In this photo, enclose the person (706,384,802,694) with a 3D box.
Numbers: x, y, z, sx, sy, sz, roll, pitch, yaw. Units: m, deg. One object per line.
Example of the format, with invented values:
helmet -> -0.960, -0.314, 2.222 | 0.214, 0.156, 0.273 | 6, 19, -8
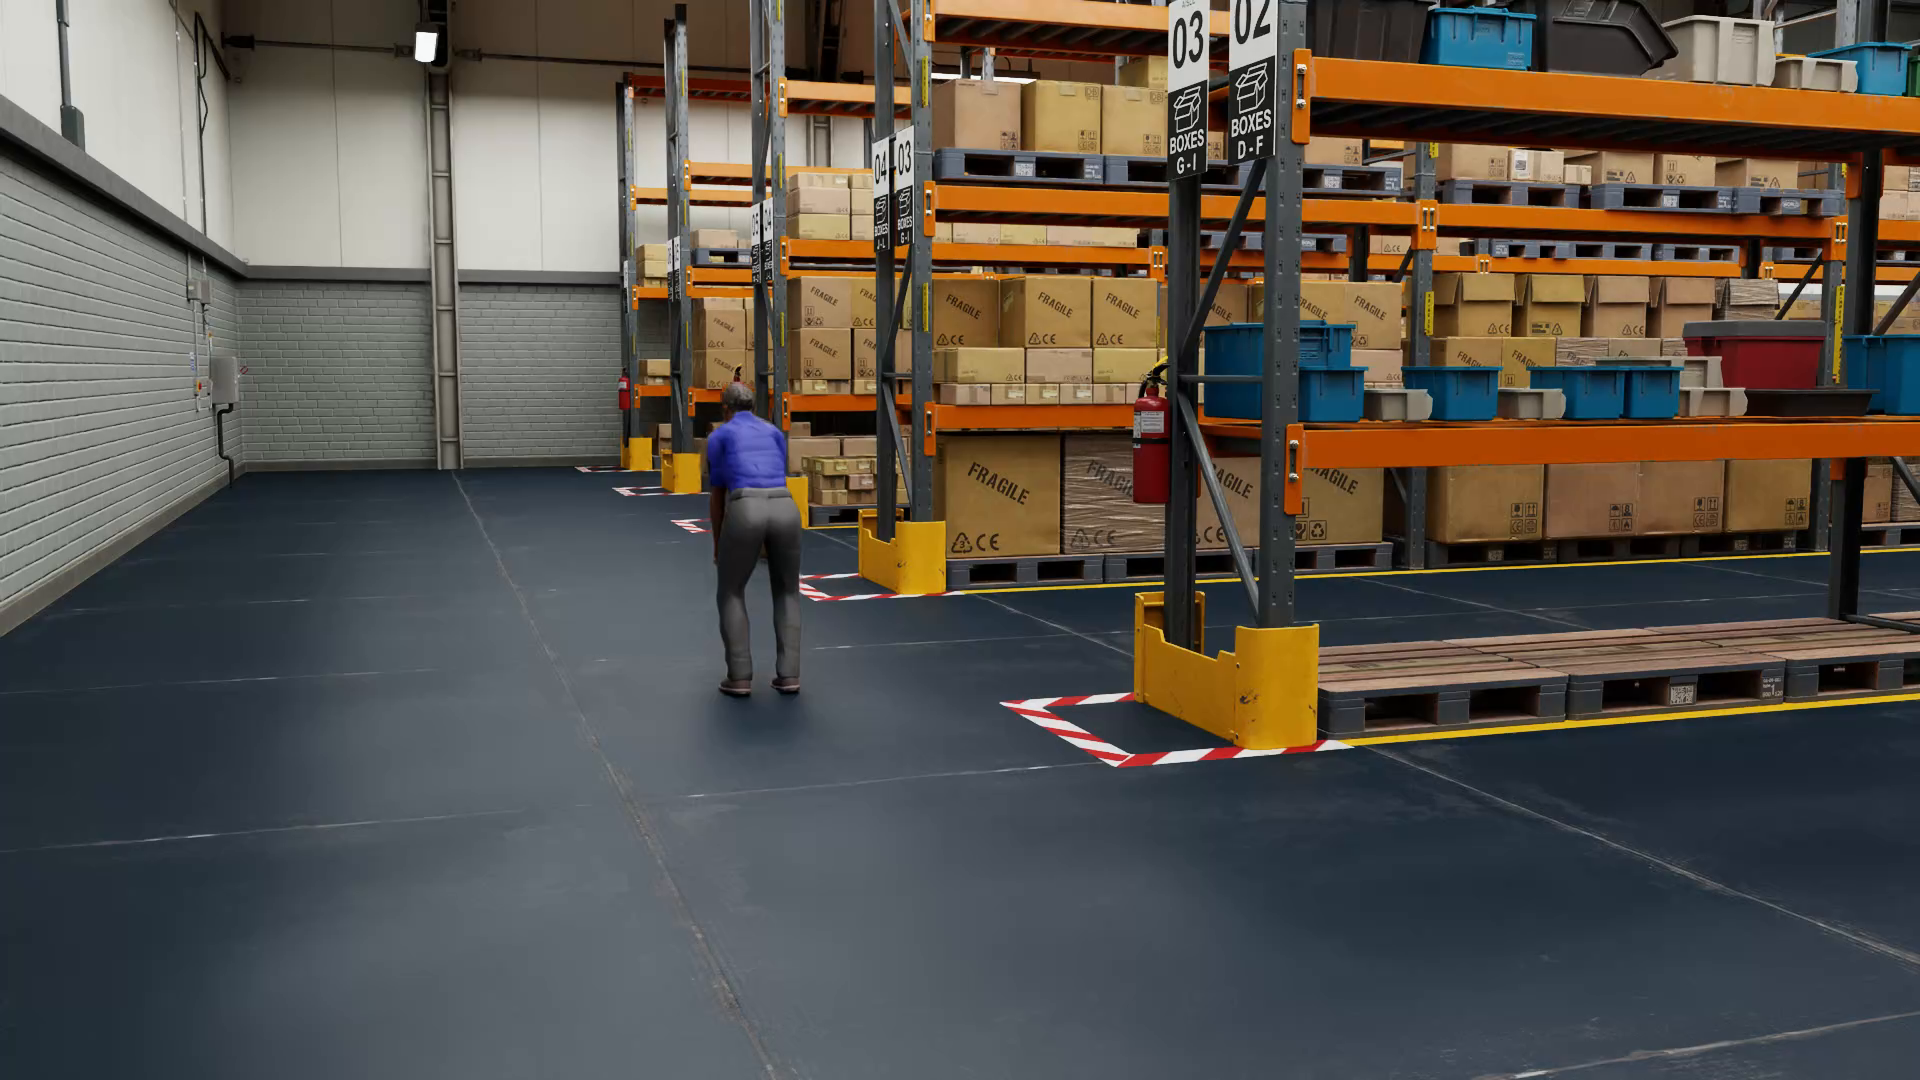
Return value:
person -> -1.011, -0.015, 8.113 | 0.413, 1.488, 0.662 | -2, 6, -20
